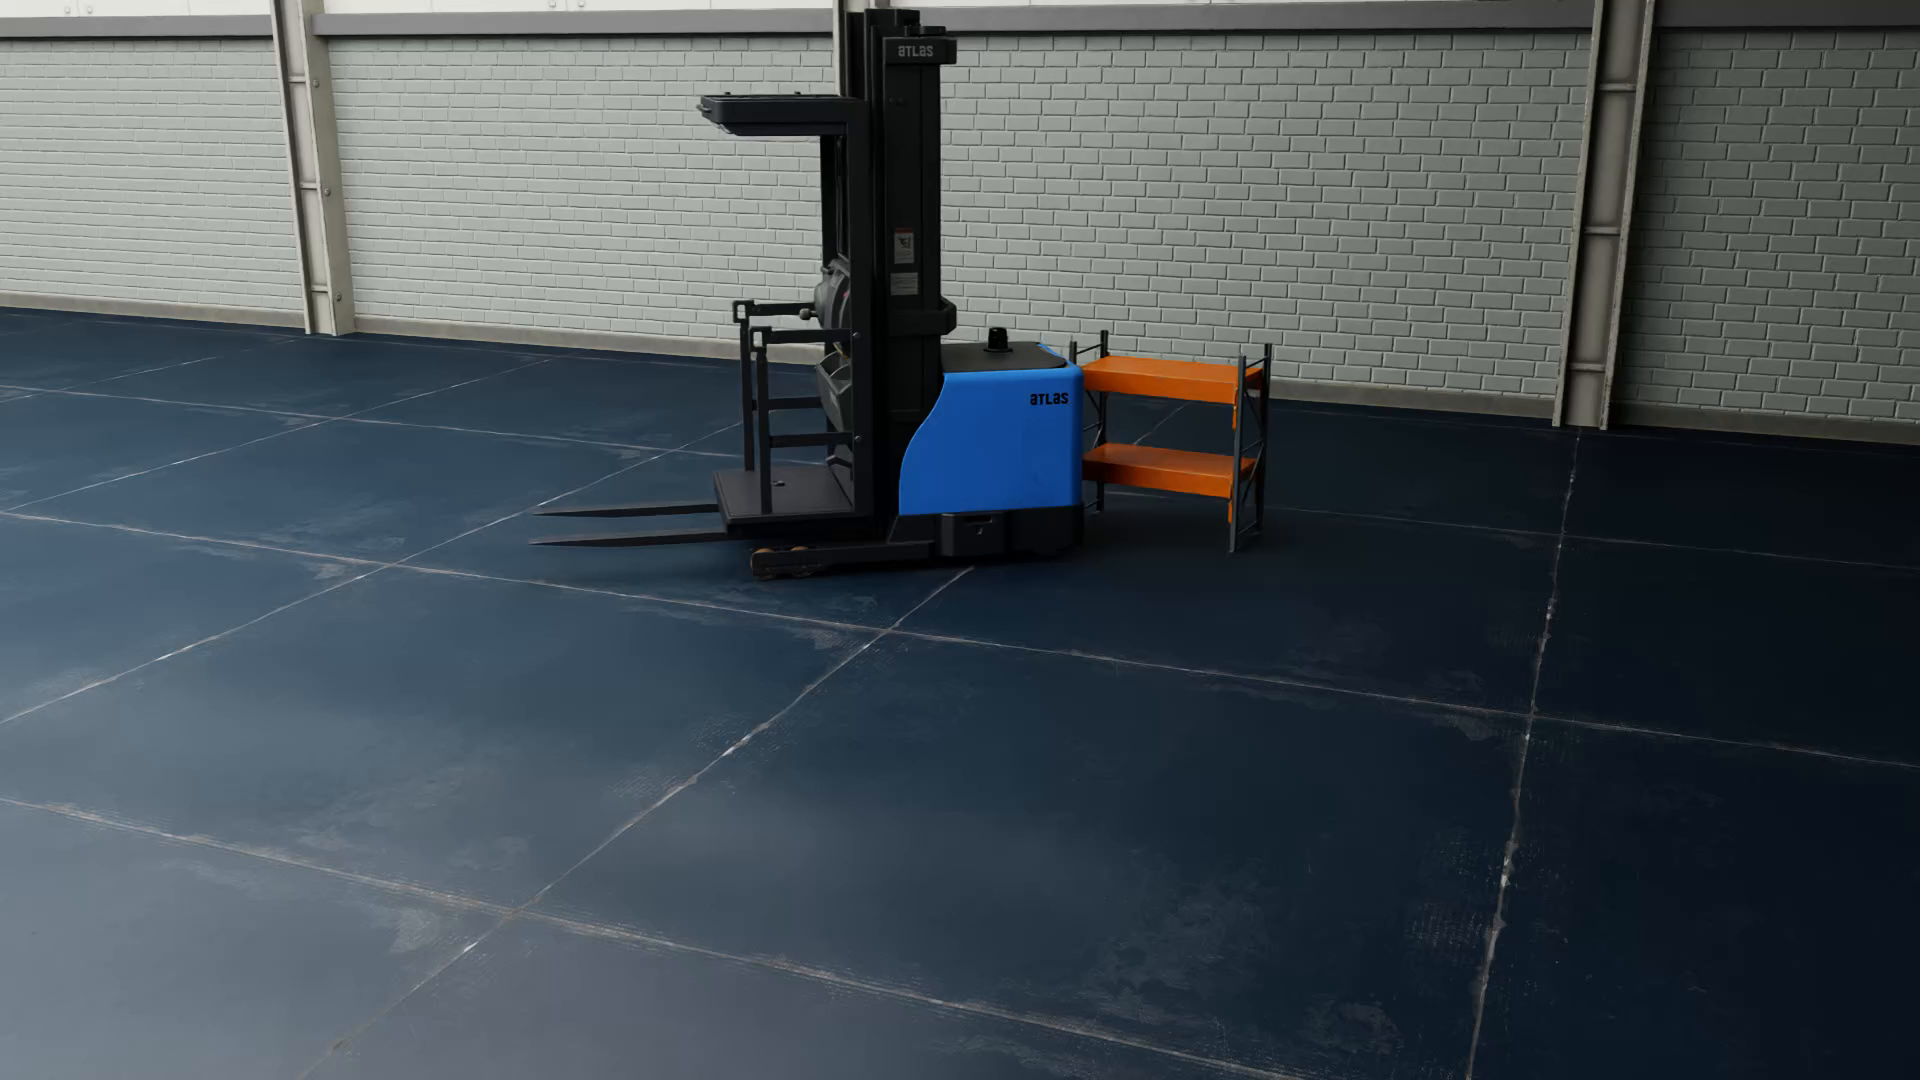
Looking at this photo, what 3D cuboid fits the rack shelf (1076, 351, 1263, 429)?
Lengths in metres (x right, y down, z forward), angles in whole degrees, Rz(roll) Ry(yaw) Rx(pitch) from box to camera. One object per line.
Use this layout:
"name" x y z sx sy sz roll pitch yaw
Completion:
"rack shelf" 1.208 -0.875 9.622 1.000 0.278 0.538 8 18 27

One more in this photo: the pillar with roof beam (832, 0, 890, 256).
"pillar with roof beam" -2.408 -4.708 9.749 0.400 9.000 9.100 6 17 21

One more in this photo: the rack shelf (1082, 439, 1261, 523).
"rack shelf" 1.208 -0.360 9.772 1.000 0.278 0.538 8 18 27

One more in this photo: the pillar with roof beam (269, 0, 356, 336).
"pillar with roof beam" -7.990 -5.322 11.864 0.400 9.000 9.100 6 17 21

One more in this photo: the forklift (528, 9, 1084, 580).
"forklift" -0.877 -1.355 9.085 3.031 2.935 1.130 -3 17 -12

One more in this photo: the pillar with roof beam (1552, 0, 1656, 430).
"pillar with roof beam" 3.173 -4.094 7.635 0.400 9.000 9.100 6 17 21

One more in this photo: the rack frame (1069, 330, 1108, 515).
"rack frame" 0.759 -0.661 9.932 0.032 1.125 0.500 8 18 27

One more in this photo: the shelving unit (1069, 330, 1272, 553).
"shelving unit" 1.208 -0.594 9.703 1.048 1.125 0.538 8 18 27

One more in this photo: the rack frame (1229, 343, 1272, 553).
"rack frame" 1.657 -0.528 9.474 0.032 1.125 0.500 8 18 27
